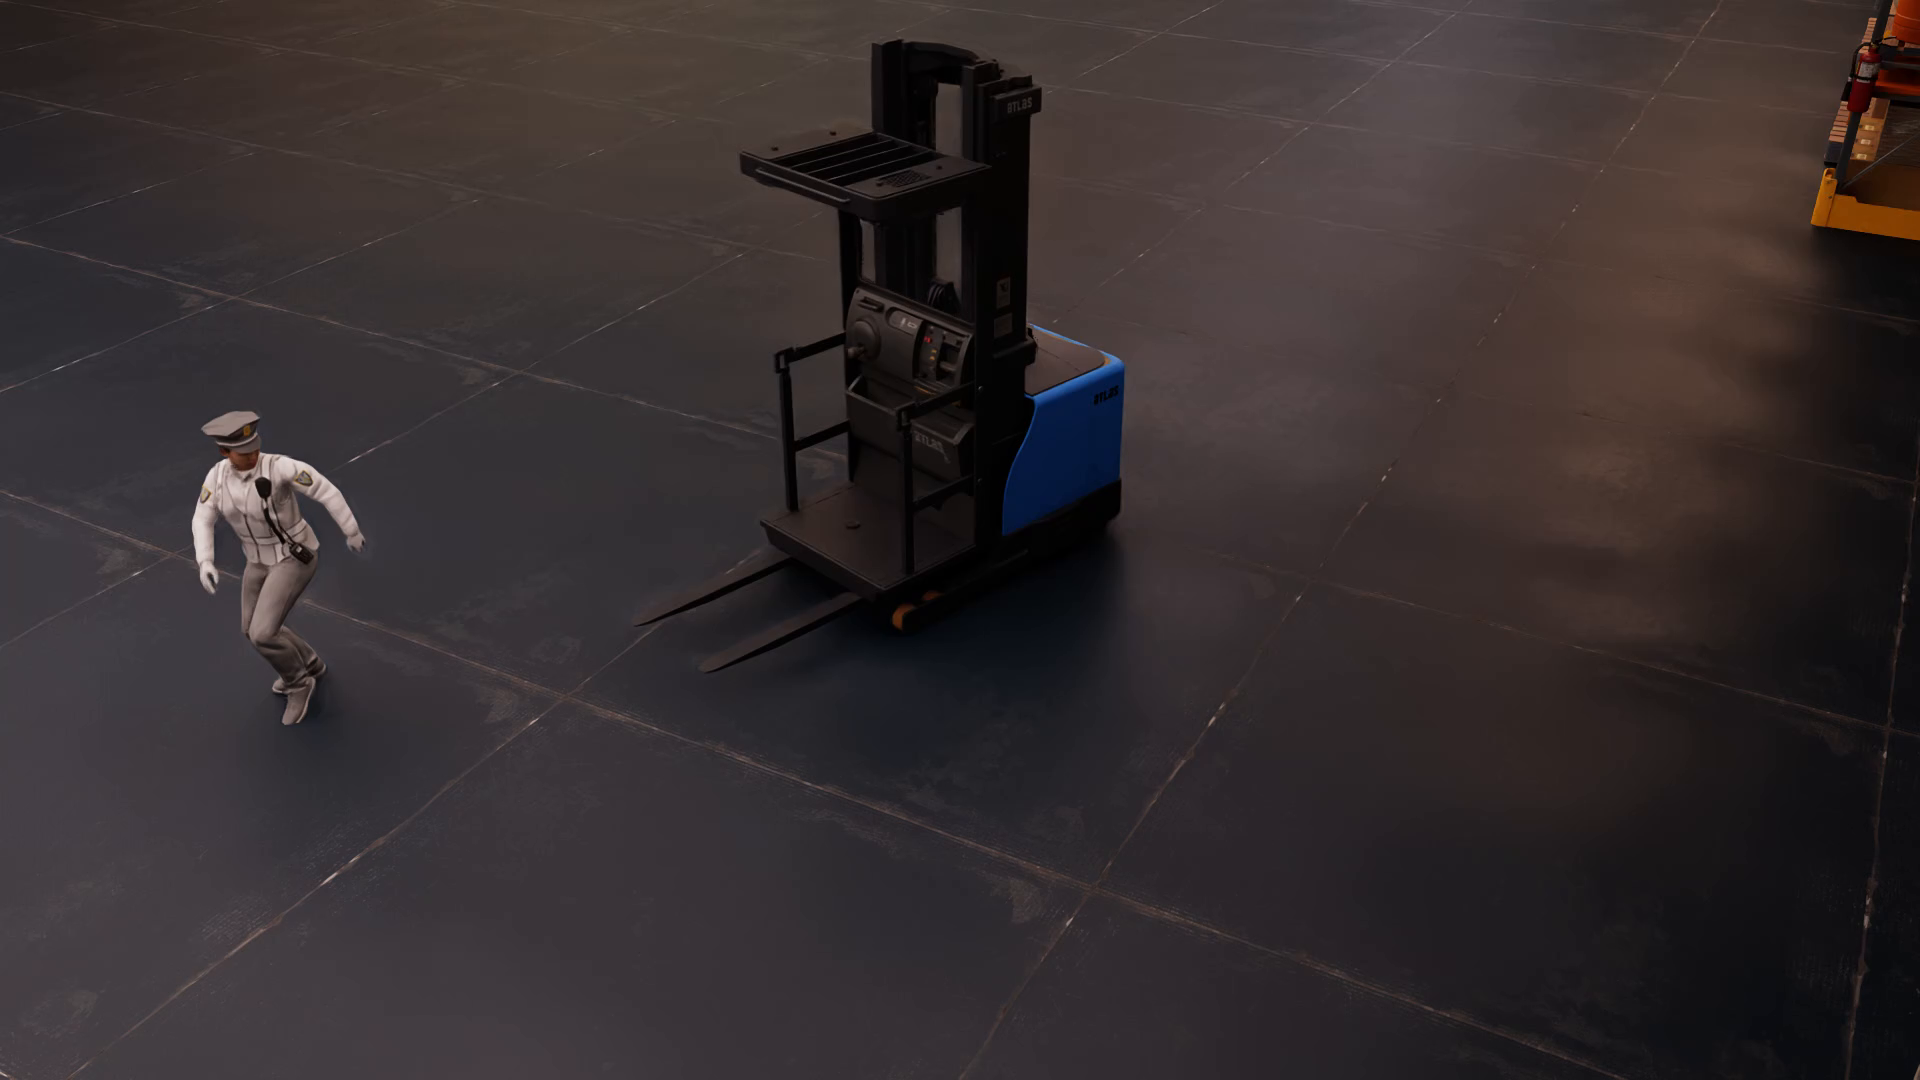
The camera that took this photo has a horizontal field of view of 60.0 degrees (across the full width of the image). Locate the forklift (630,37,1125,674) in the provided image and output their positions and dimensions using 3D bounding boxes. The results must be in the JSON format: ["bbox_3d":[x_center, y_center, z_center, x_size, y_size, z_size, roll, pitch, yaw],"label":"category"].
[{"bbox_3d":[-0.433,-1.050,8.891,3.031,2.935,1.130,-26,39,-37],"label":"forklift"}]

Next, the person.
[{"bbox_3d":[-3.396,0.128,8.231,0.617,1.637,0.706,15,33,24],"label":"person"}]
